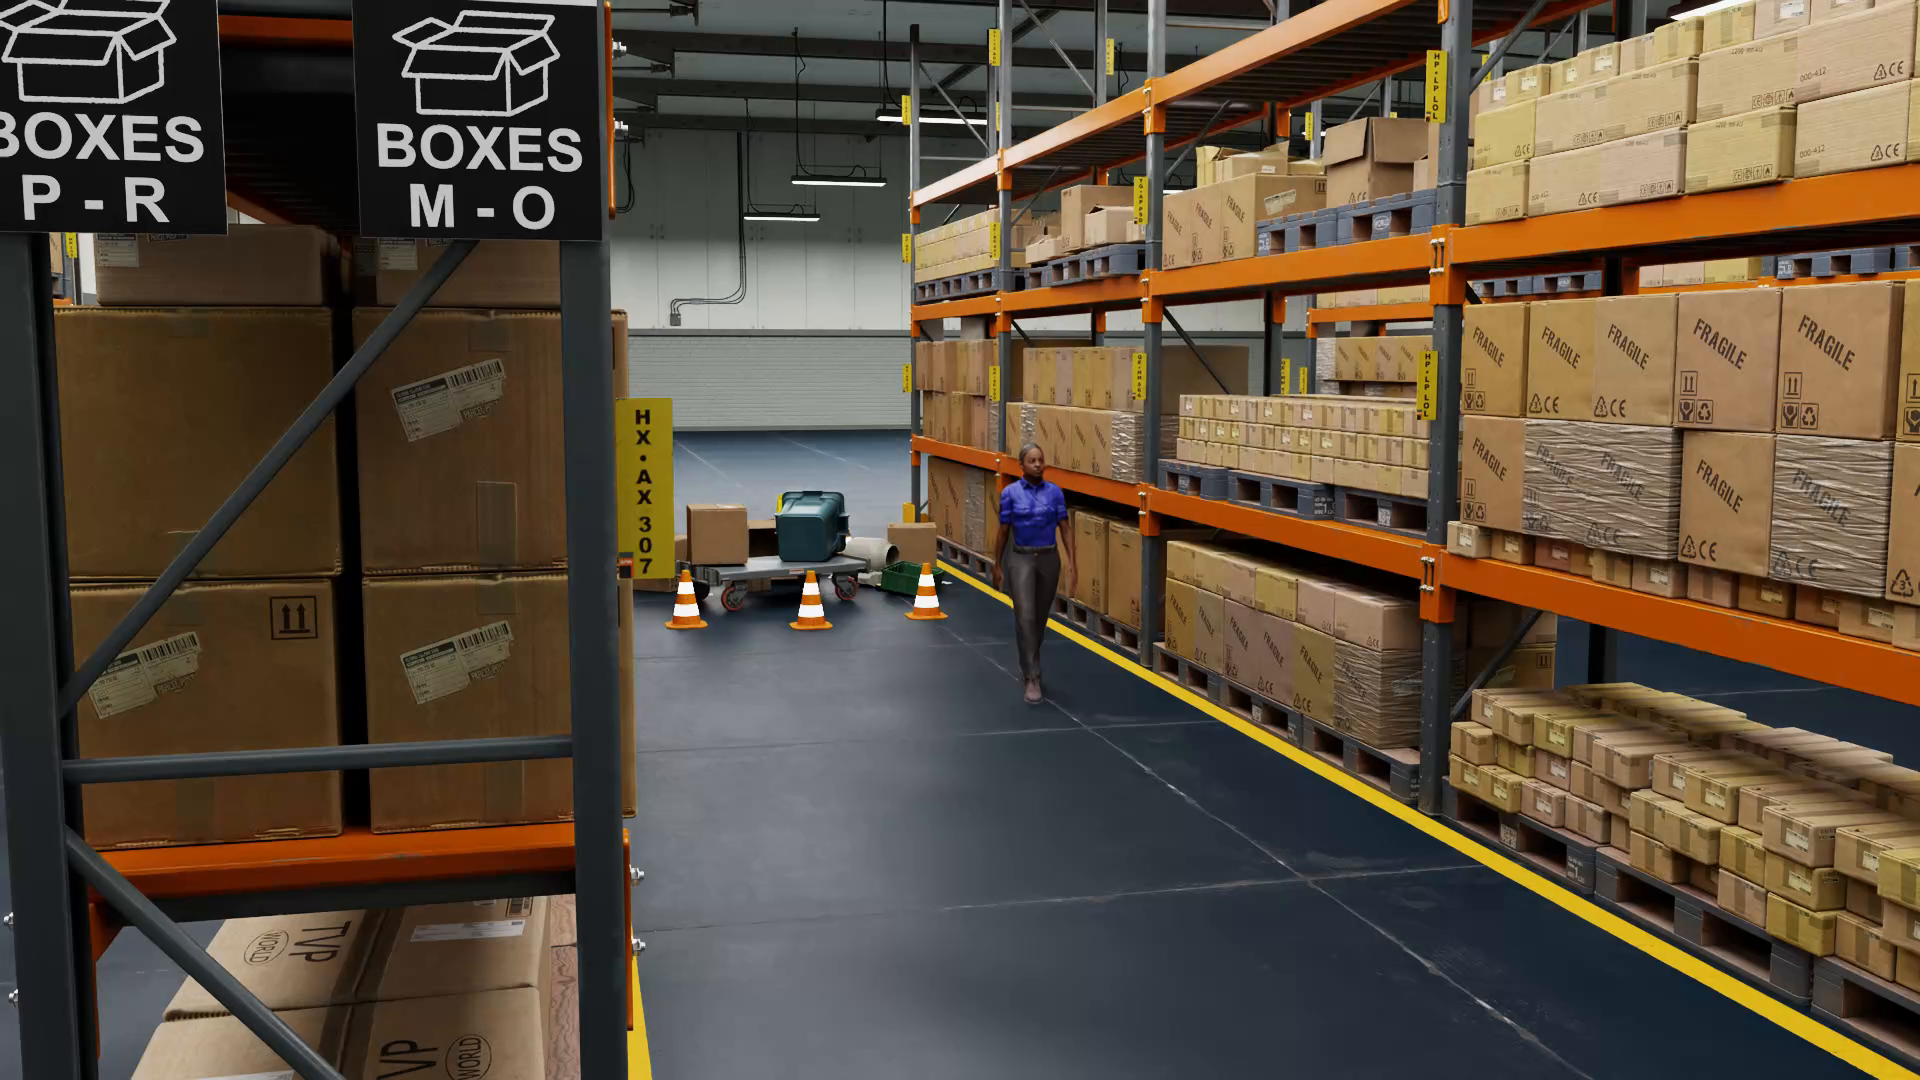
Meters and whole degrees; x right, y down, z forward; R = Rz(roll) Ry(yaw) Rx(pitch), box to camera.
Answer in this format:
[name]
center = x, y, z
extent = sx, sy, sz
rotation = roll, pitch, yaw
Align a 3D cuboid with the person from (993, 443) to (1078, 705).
[person]
center = 0.515, 0.187, 10.910
extent = 0.485, 1.633, 0.872
rotation = -2, 6, -16
